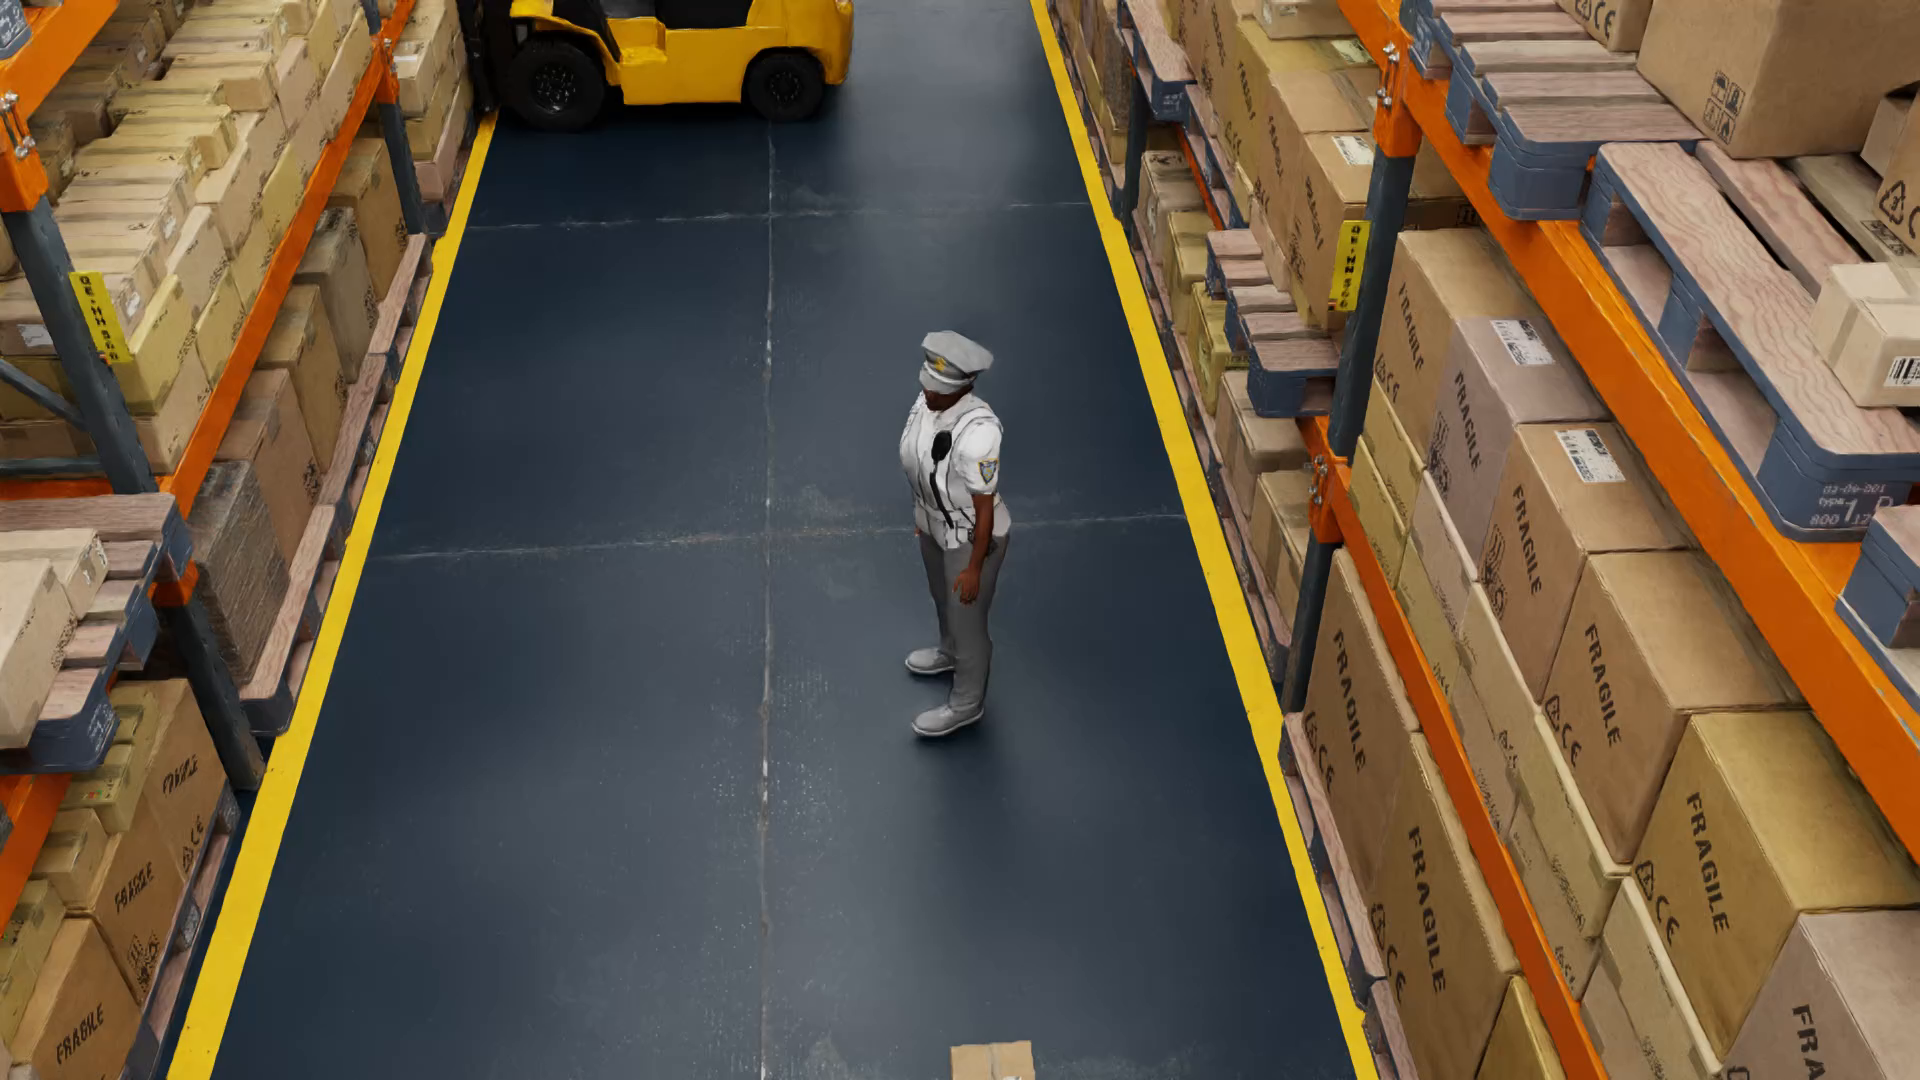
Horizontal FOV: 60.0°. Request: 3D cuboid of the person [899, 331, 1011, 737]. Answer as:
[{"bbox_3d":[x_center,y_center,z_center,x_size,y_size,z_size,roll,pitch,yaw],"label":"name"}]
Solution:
[{"bbox_3d":[-0.061,-0.019,6.127,0.438,1.686,0.538,-21,44,-24],"label":"person"}]
